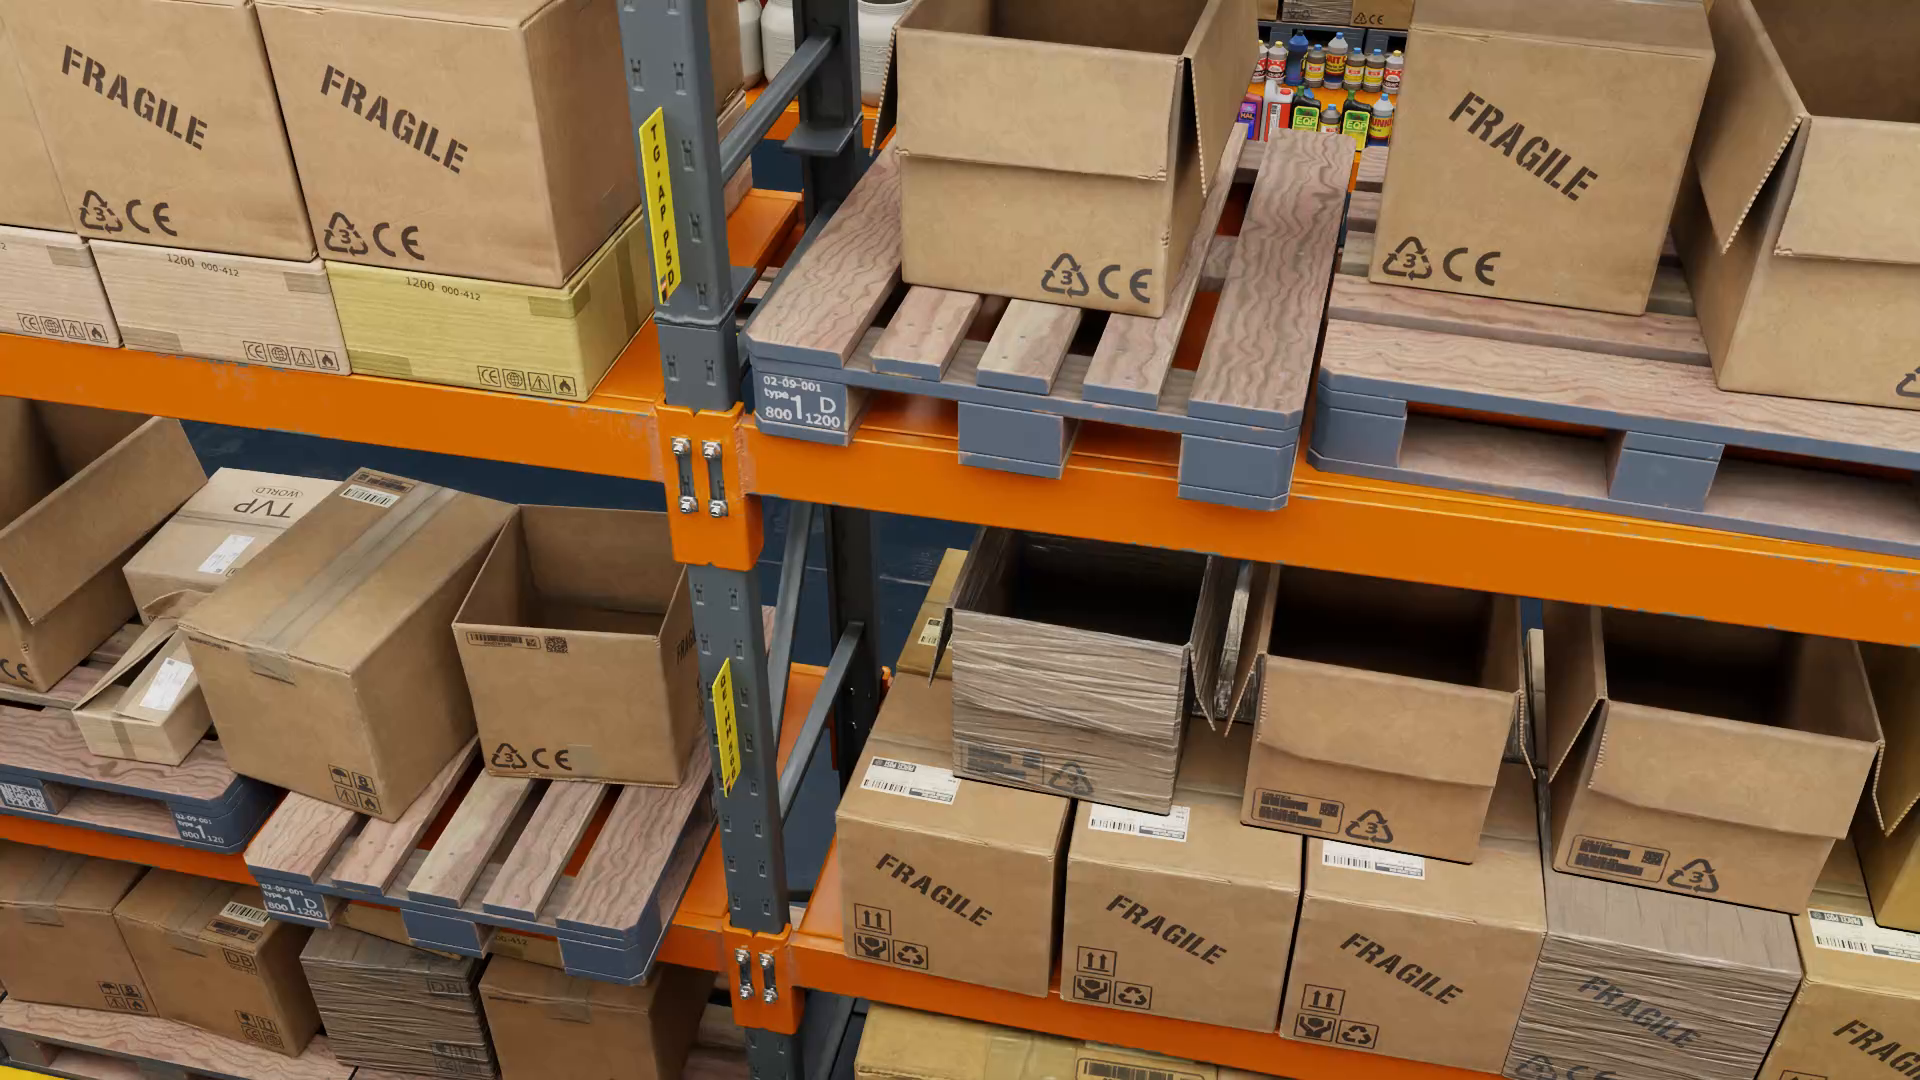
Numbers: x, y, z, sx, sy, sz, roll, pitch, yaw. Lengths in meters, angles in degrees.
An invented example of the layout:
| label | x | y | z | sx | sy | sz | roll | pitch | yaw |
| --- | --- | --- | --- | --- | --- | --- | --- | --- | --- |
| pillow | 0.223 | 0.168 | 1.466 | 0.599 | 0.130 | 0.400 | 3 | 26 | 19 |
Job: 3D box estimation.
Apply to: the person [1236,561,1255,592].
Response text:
| label | x | y | z | sx | sy | sz | roll | pitch | yaw |
| --- | --- | --- | --- | --- | --- | --- | --- | --- | --- |
| person | 1.153 | 0.243 | 5.836 | 0.480 | 1.651 | 0.539 | 3 | 37 | 4 |
